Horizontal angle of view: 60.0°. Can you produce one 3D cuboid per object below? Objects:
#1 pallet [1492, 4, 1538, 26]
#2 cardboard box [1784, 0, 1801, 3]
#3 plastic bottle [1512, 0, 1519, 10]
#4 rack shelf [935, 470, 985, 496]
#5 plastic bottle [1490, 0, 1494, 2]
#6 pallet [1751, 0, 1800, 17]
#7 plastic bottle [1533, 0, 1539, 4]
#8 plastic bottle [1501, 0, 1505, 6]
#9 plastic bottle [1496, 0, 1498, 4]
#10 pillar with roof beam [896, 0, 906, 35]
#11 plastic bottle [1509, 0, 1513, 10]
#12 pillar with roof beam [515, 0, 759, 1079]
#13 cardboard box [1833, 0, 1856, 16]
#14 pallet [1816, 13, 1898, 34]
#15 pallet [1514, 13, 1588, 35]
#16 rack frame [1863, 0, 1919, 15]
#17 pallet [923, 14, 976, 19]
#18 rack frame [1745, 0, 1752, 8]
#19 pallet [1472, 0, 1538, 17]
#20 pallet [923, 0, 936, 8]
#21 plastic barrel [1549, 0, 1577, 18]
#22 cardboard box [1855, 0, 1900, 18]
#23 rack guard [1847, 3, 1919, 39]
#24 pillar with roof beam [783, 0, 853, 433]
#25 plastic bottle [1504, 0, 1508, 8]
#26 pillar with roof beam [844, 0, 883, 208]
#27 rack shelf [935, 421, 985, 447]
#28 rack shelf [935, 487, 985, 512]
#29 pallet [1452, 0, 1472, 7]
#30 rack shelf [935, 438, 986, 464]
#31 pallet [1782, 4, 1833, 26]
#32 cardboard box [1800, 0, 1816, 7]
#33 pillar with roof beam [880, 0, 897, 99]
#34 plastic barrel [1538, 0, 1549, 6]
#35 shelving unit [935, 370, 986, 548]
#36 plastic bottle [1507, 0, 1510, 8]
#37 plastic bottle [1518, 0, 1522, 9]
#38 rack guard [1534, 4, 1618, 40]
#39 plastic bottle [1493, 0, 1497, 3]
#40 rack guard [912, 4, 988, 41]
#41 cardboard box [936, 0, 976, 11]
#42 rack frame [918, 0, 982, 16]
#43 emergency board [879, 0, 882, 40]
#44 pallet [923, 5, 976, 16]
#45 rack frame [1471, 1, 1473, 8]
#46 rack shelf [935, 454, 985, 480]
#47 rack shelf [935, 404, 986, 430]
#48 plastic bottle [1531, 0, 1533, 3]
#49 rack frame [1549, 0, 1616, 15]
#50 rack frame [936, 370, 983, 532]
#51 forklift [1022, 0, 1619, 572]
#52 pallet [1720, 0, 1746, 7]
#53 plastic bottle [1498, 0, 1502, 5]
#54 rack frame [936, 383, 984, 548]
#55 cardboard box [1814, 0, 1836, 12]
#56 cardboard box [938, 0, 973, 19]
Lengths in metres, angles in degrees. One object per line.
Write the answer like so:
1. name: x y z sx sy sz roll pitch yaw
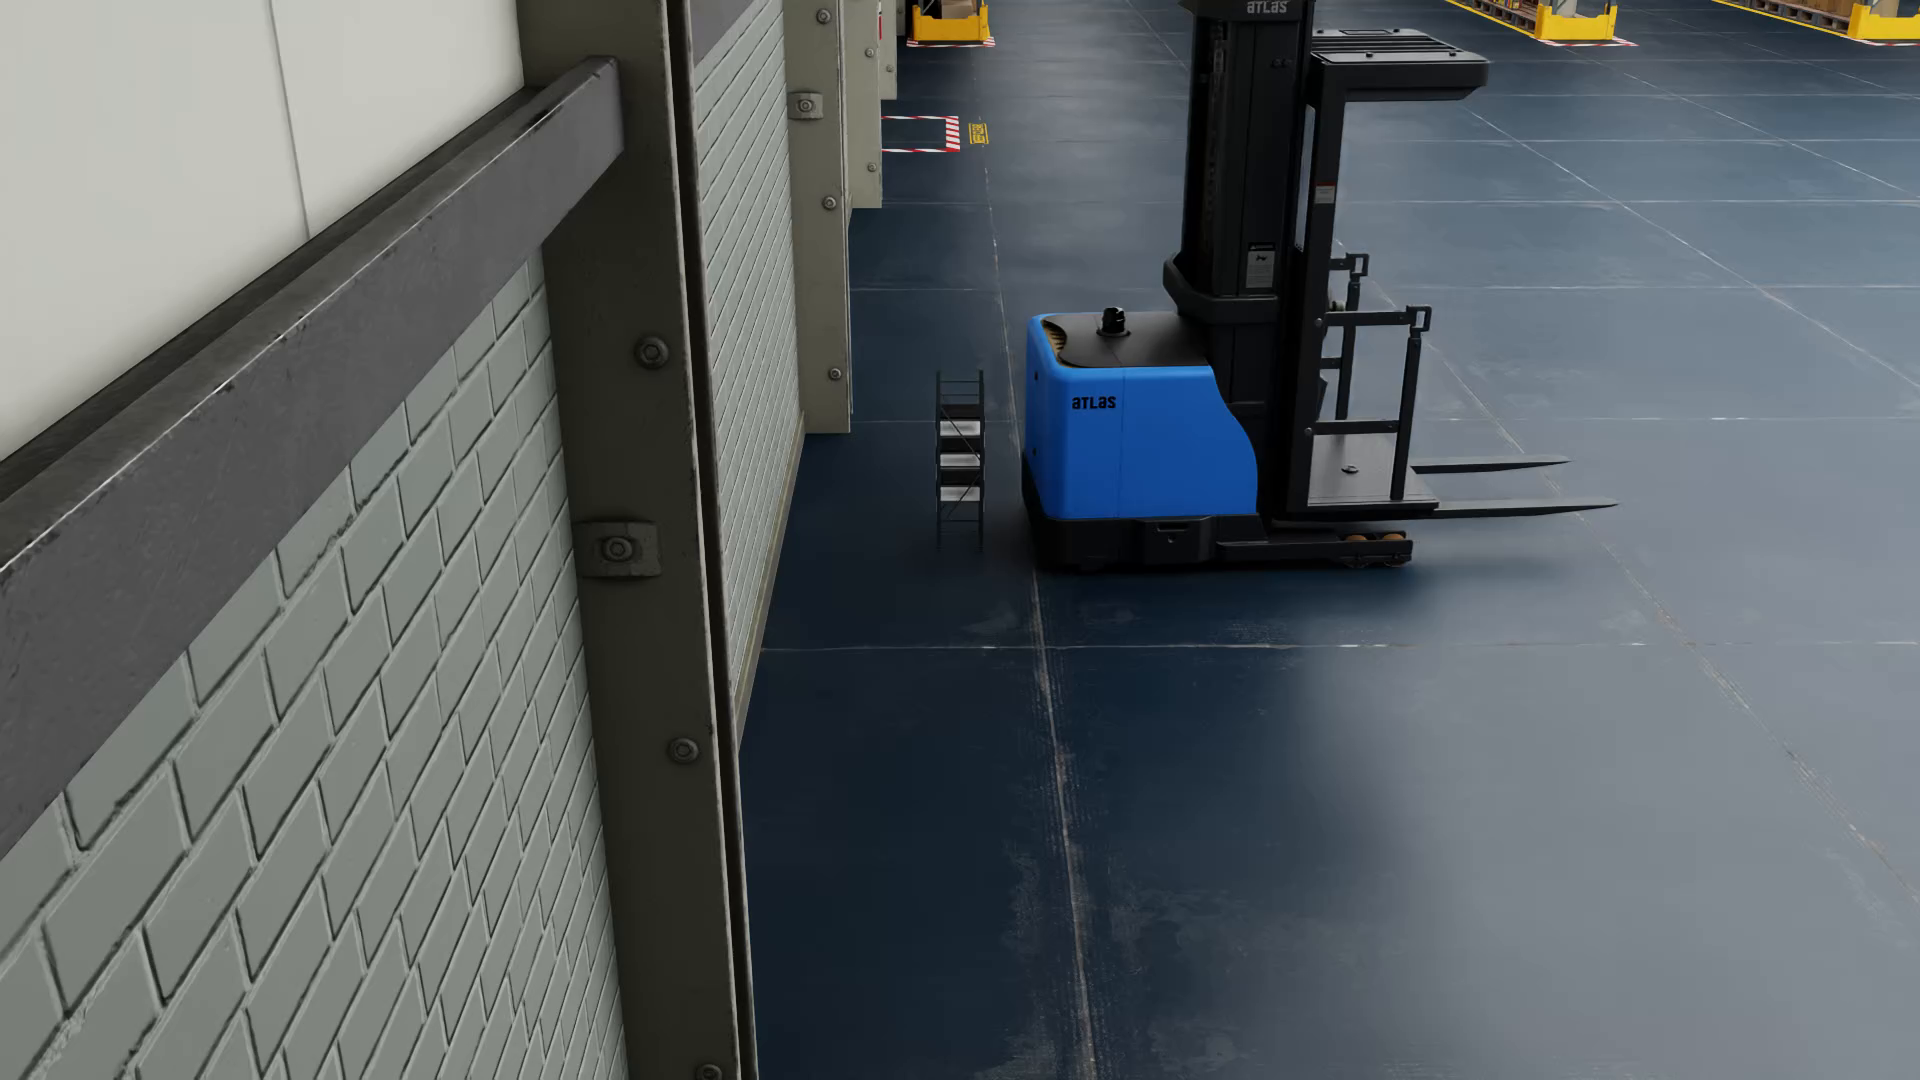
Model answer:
1. pallet: 9.687 -8.878 28.123 1.003 0.211 1.213 0 24 -1
2. cardboard box: 14.636 -9.603 28.866 0.500 0.500 0.500 8 25 16
3. plastic bottle: 9.291 -8.961 27.786 0.097 0.201 0.097 0 24 0
4. rack shelf: 0.000 -0.301 8.623 0.258 0.077 0.200 0 24 -1
5. plastic bottle: 9.301 -9.511 28.819 0.144 0.351 0.185 -1 24 -3
6. pallet: 14.701 -9.404 29.287 1.003 0.211 1.213 0 24 -1
7. plastic bottle: 9.898 -9.348 28.542 0.061 0.283 0.133 0 24 -1
8. plastic bottle: 9.308 -9.259 28.262 0.144 0.351 0.185 1 24 2
9. plastic bottle: 9.281 -9.326 28.591 0.097 0.201 0.097 0 24 0
10. pillar with roof beam: 3.275 -12.274 24.968 9.100 9.000 0.400 0 24 -1
11. plastic bottle: 9.271 -9.047 27.875 0.061 0.283 0.133 0 24 1
12. pillar with roof beam: 3.537 -2.384 3.102 9.100 9.000 0.400 0 24 -1
13. cardboard box: 14.671 -8.859 27.222 0.500 0.500 0.500 6 25 13
14. pallet: 14.727 -8.399 27.064 1.003 0.211 1.213 0 24 -1
15. pallet: 9.698 -8.376 27.014 1.003 0.211 1.213 0 24 -1
16. rack frame: 14.702 -9.303 25.680 1.000 3.000 0.127 0 24 -1
17. pallet: -0.132 -8.332 26.917 1.003 0.211 1.213 0 24 -1
18. rack frame: 14.658 -10.952 29.324 1.000 3.000 0.127 0 24 -1
19. pallet: 9.671 -9.382 29.237 1.003 0.211 1.213 0 24 -1
20. pallet: -0.158 -9.338 29.140 1.003 0.211 1.213 0 24 -1
21. plastic barrel: 9.666 -8.610 26.656 0.421 0.512 0.421 0 24 0
22. cardboard box: 14.712 -8.613 26.678 0.500 0.500 0.500 4 25 9
23. rack guard: 14.701 -8.196 26.264 1.175 0.500 0.348 0 24 -1
24. pillar with roof beam: 3.471 -4.857 8.568 9.100 9.000 0.400 0 24 -1
25. plastic bottle: 9.314 -9.156 28.127 0.152 0.276 0.135 -1 24 -2
26. pillar with roof beam: 3.406 -7.329 14.035 9.100 9.000 0.400 0 24 -1
27. rack shelf: 0.000 -0.547 8.512 0.258 0.077 0.200 0 24 -1
28. rack shelf: 0.000 -0.219 8.660 0.258 0.077 0.200 0 24 -1
29. pallet: 9.658 -9.982 30.565 1.003 0.211 1.213 0 24 -1
30. rack shelf: 0.000 -0.465 8.549 0.258 0.077 0.200 0 24 -1
31. pallet: 14.717 -8.900 28.173 1.003 0.211 1.213 0 24 -1
32. cardboard box: 14.722 -9.347 28.301 0.500 0.500 0.500 -2 24 -5
33. pillar with roof beam: 3.340 -9.801 19.501 9.100 9.000 0.400 0 24 -1
34. plastic barrel: 9.660 -8.816 27.112 0.421 0.512 0.421 0 24 0
35. shelving unit: 0.000 -0.413 8.572 0.258 0.900 0.210 0 24 -1
36. plastic bottle: 9.315 -9.099 28.000 0.152 0.276 0.135 0 24 0
37. plastic bottle: 9.422 -9.103 28.000 0.061 0.283 0.133 0 24 -1
38. rack guard: 9.701 -8.173 26.215 1.175 0.500 0.348 0 24 -1
39. plastic bottle: 9.262 -9.412 28.682 0.061 0.283 0.133 1 24 2
40. rack guard: -0.158 -8.129 26.117 1.175 0.500 0.348 0 24 -1
41. cardboard box: -0.039 -9.121 27.776 0.700 0.500 0.500 -2 24 -4
42. rack frame: -0.157 -9.236 25.532 1.000 3.000 0.127 0 24 -1
43. emergency board: -0.976 -6.030 18.443 0.194 1.169 0.643 0 24 -1
44. pallet: -0.142 -8.834 28.025 1.003 0.211 1.213 0 24 -1
45. rack frame: 9.705 -10.929 29.275 1.000 3.000 0.127 0 24 -1
46. rack shelf: 0.000 -0.383 8.586 0.258 0.077 0.200 0 24 -1
47. rack shelf: 0.000 -0.629 8.474 0.258 0.077 0.200 0 24 -1
48. plastic bottle: 9.904 -9.405 28.667 0.061 0.283 0.133 0 24 -1
49. rack frame: 9.749 -9.281 25.631 1.000 3.000 0.127 0 24 -1
50. rack frame: -0.001 -0.455 8.665 0.240 0.900 0.006 0 24 -1
51. forklift: 1.884 -1.407 8.305 3.031 2.935 1.130 -2 24 -4
52. pallet: 14.648 -10.002 30.608 1.003 0.211 1.213 0 24 -1
53. plastic bottle: 9.306 -9.335 28.431 0.144 0.351 0.185 0 24 -1
54. rack frame: 0.001 -0.371 8.479 0.240 0.900 0.006 0 24 -1
55. cardboard box: 14.683 -9.117 27.793 0.500 0.500 0.500 2 24 4
56. cardboard box: -0.075 -8.497 26.627 0.500 0.311 0.500 -3 25 -7
